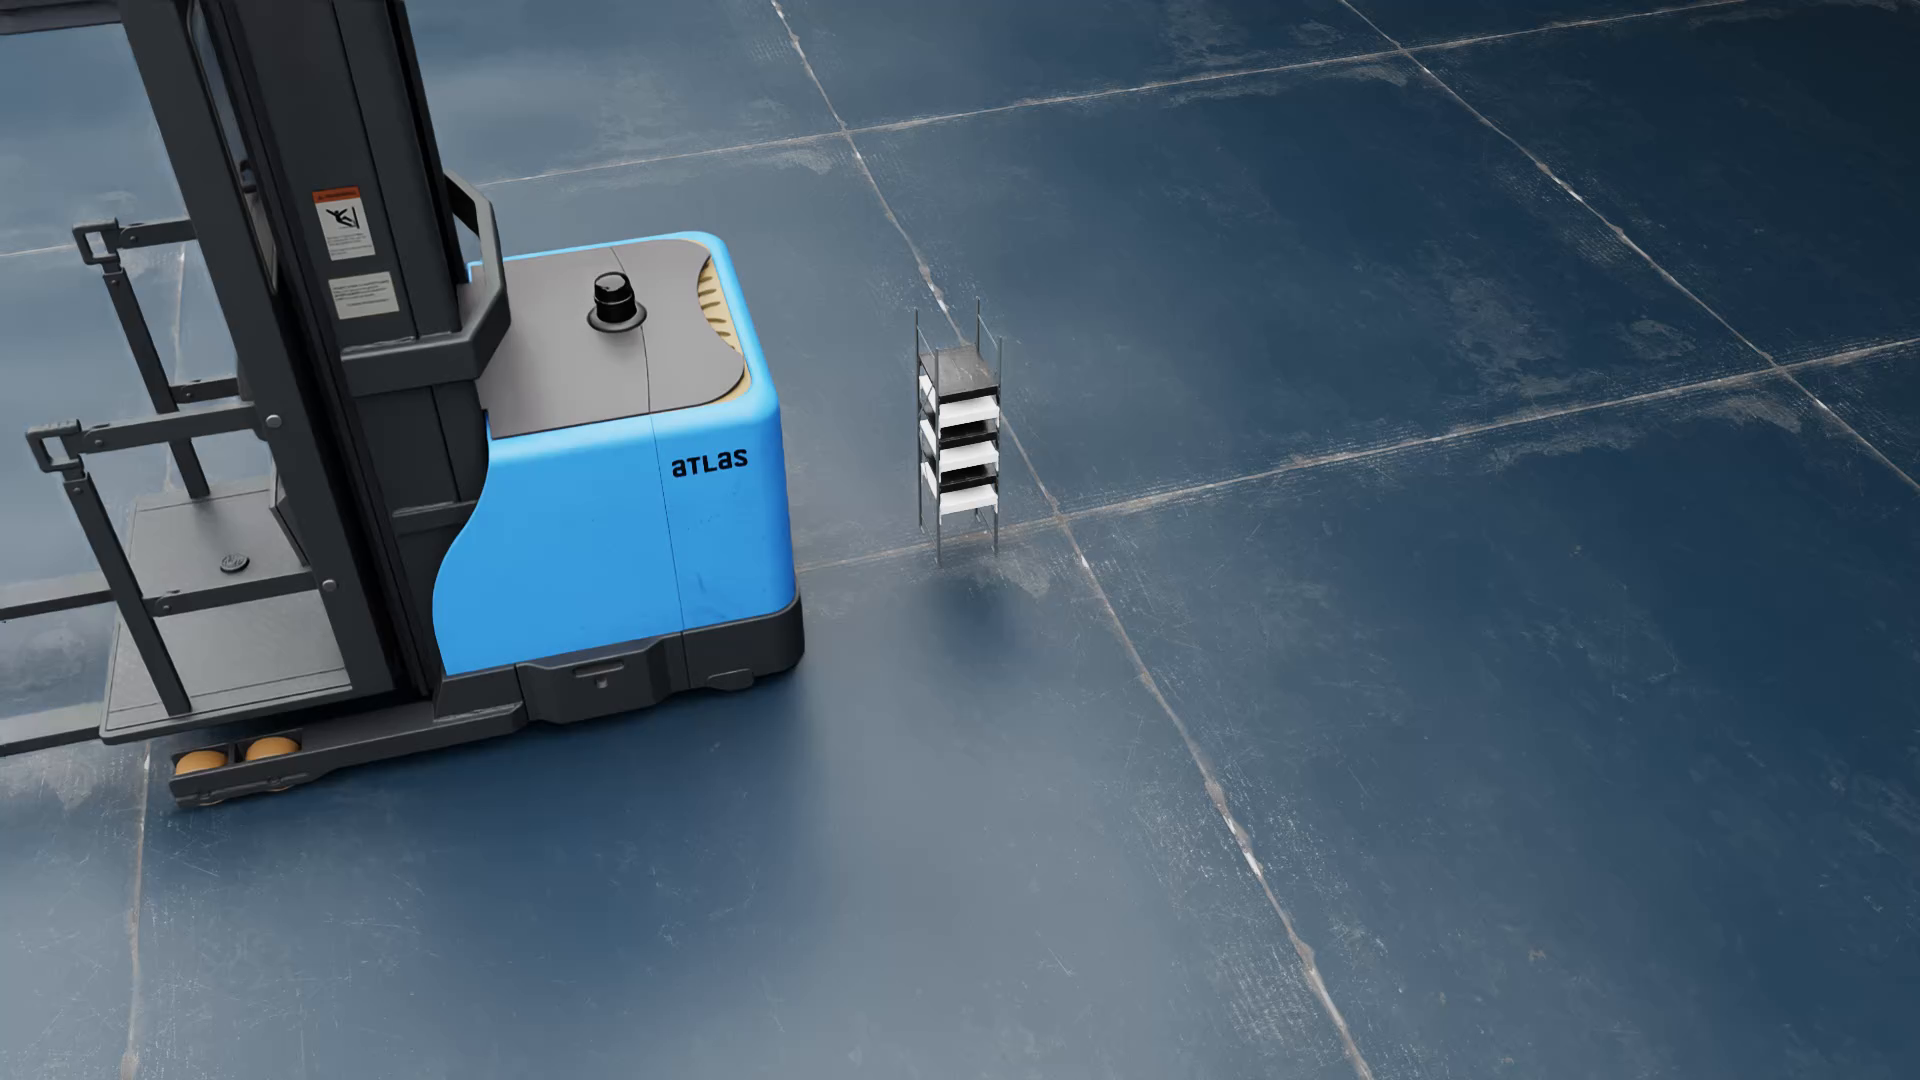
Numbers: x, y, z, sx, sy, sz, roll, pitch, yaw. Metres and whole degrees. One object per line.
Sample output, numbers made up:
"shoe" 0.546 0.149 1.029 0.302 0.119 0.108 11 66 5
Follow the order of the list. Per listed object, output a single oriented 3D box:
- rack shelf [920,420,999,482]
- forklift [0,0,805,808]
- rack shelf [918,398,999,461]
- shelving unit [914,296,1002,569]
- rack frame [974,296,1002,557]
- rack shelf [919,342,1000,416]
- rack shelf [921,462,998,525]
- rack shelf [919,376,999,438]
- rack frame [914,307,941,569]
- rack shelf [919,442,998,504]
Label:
"rack shelf" -0.008 -0.312 5.474 0.200 0.077 0.258 -12 42 -13
"forklift" -2.065 -0.716 4.342 3.031 2.935 1.130 -11 42 -12
"rack shelf" -0.008 -0.380 5.415 0.200 0.077 0.258 -12 42 -13
"shelving unit" -0.008 -0.337 5.452 0.210 0.900 0.258 -12 42 -13
"rack frame" 0.089 -0.357 5.475 0.006 0.900 0.240 -12 42 -13
"rack shelf" -0.008 -0.516 5.296 0.200 0.077 0.258 -12 42 -13
"rack shelf" -0.008 -0.177 5.592 0.200 0.077 0.258 -12 42 -13
"rack shelf" -0.008 -0.448 5.356 0.200 0.077 0.258 -12 42 -13
"rack frame" -0.105 -0.317 5.429 0.006 0.900 0.240 -12 42 -13
"rack shelf" -0.008 -0.244 5.533 0.200 0.077 0.258 -12 42 -13
